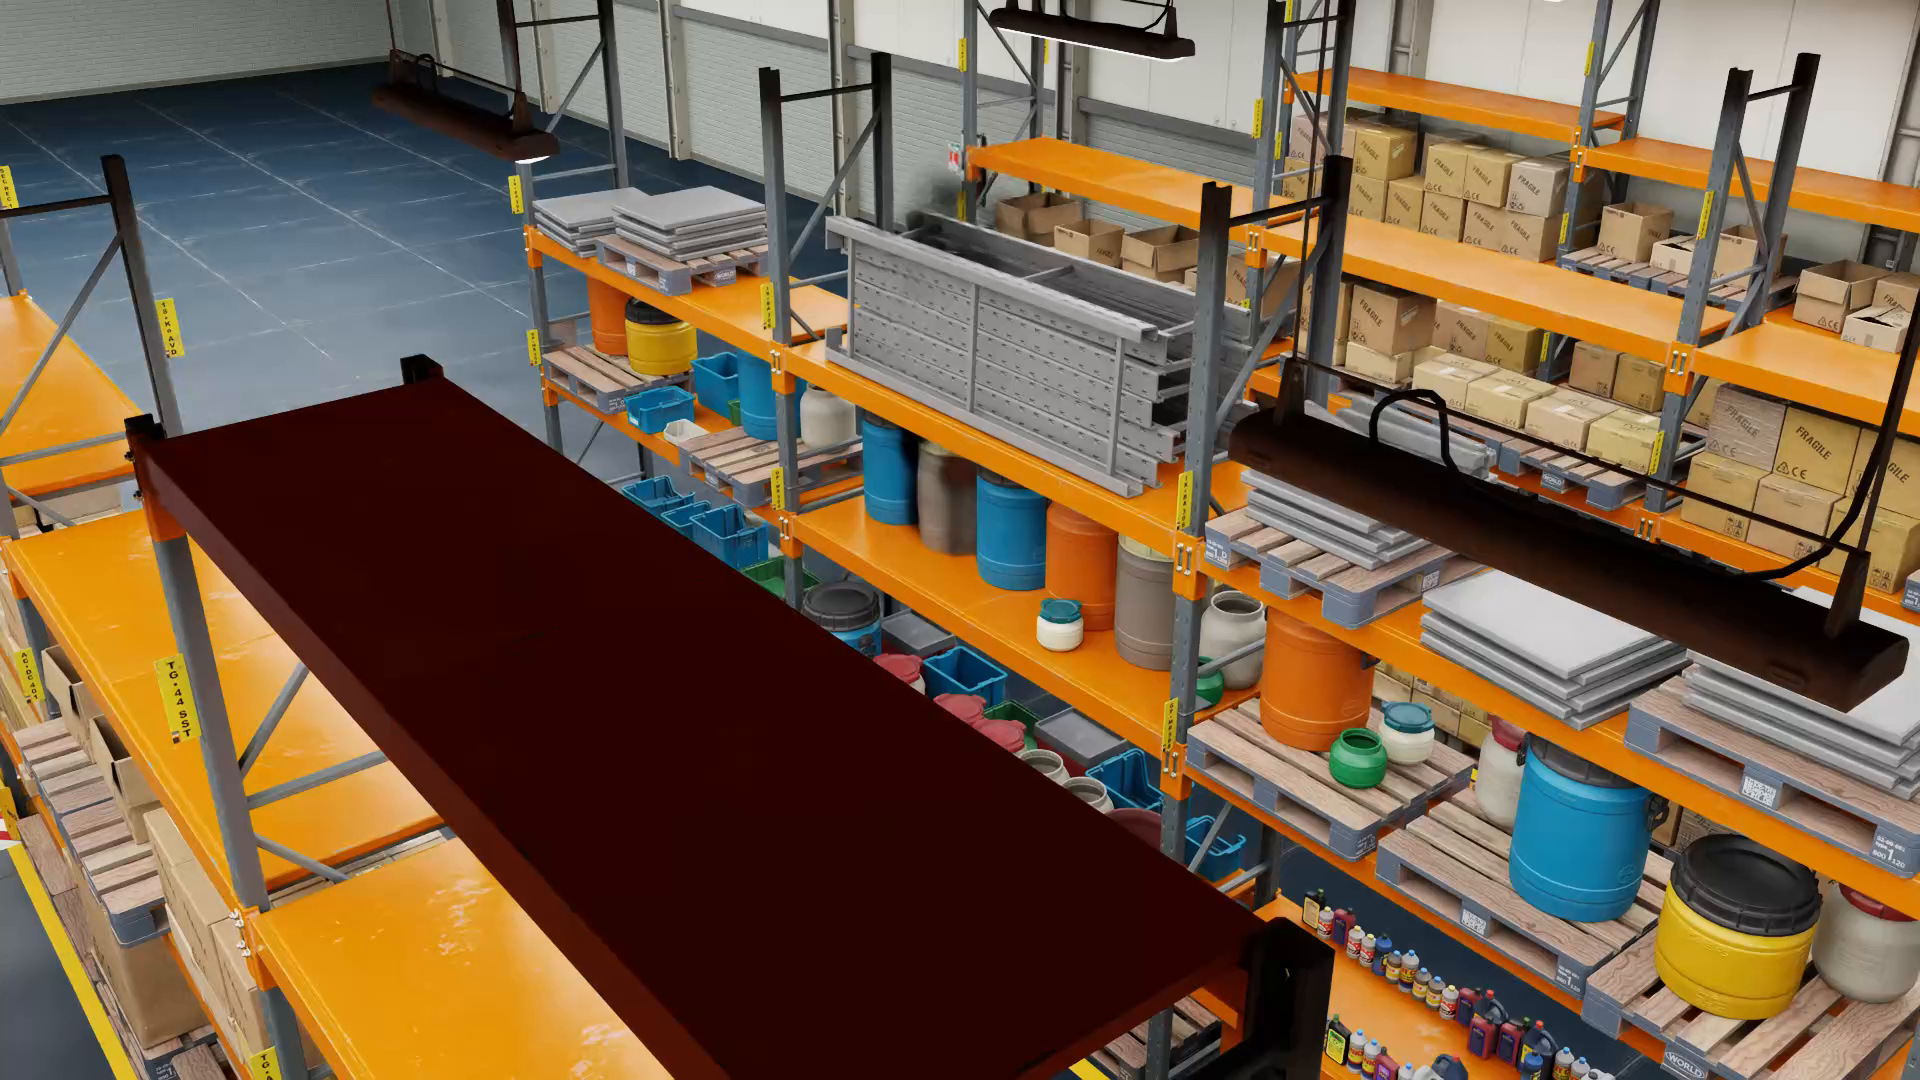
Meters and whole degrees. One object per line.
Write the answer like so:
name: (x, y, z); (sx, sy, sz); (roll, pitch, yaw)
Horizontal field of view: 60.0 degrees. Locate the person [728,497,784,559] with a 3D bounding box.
person: (-2.060, -0.262, 16.940); (0.907, 1.650, 0.649); (17, 31, 31)
